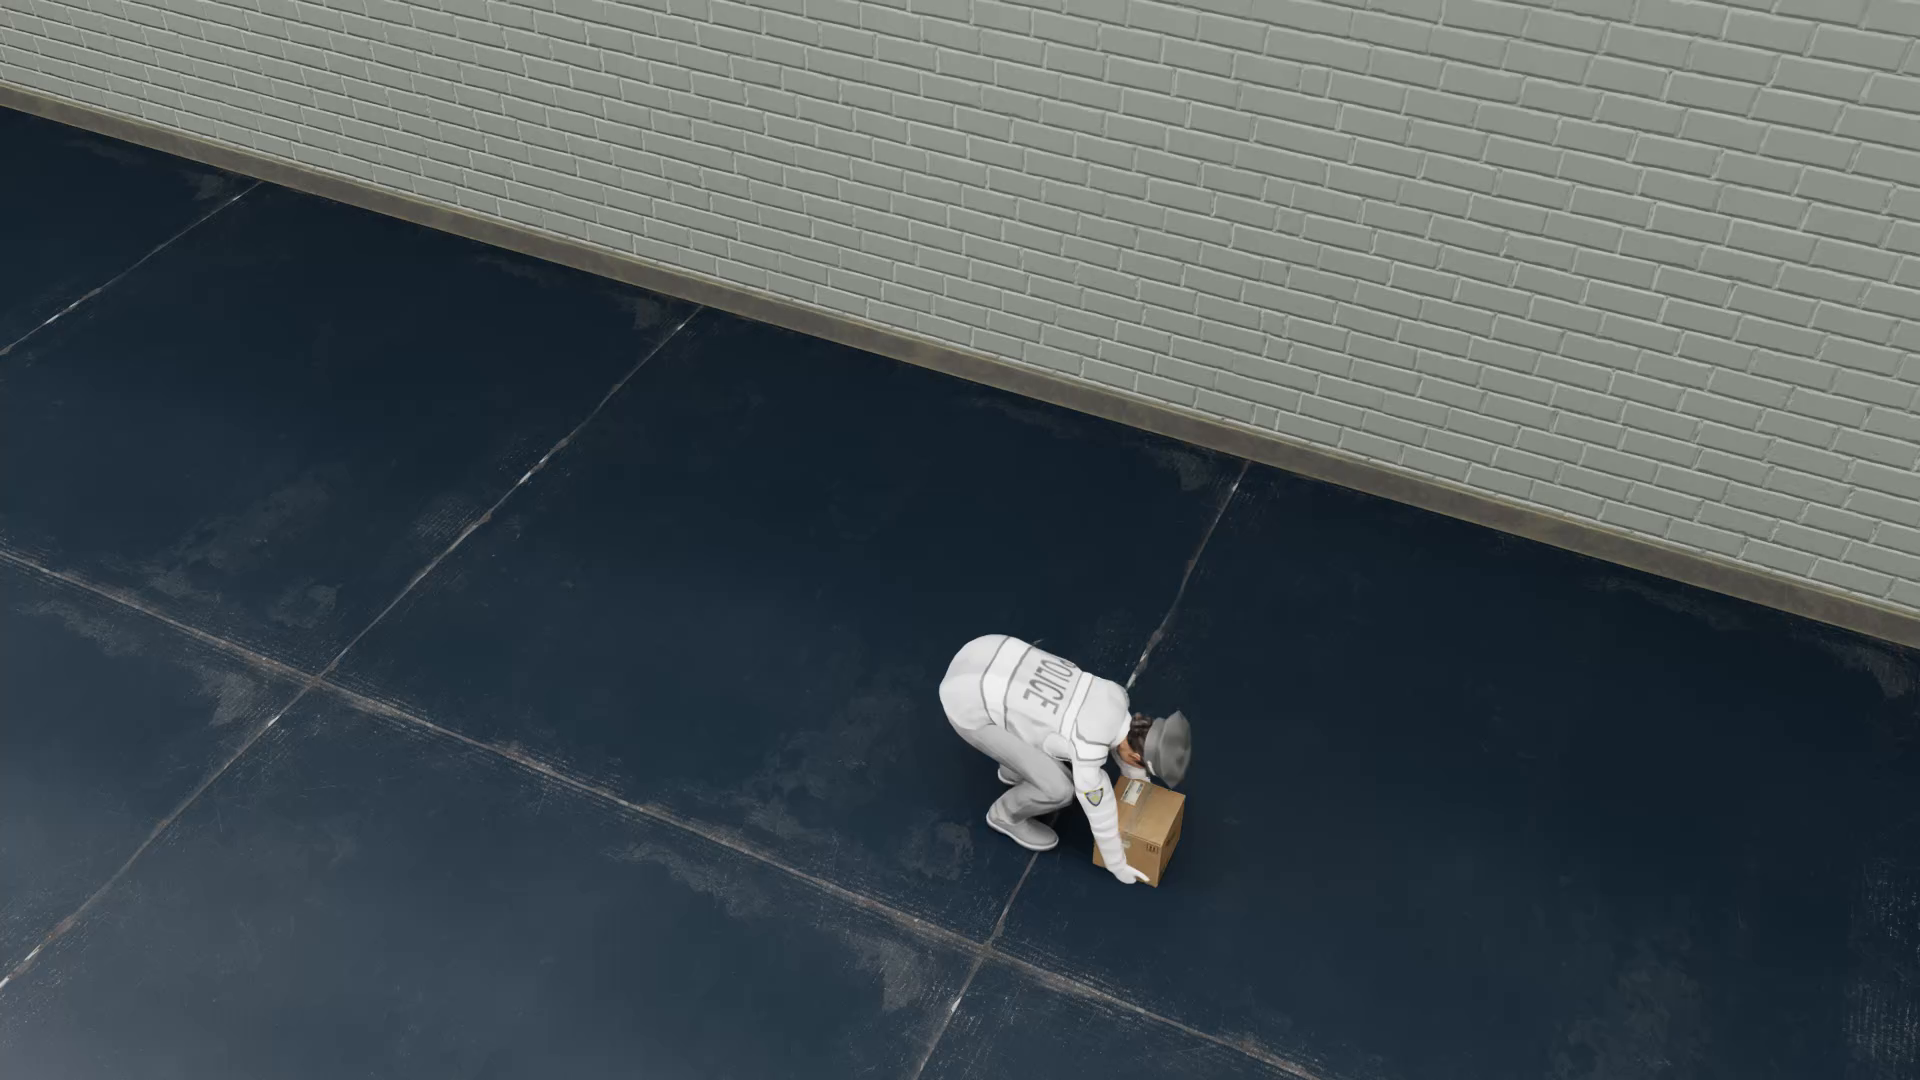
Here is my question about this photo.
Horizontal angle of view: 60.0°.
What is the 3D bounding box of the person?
[{"bbox_3d":[0.377,0.765,5.981,0.902,0.812,0.461,16,45,17],"label":"person"}]
